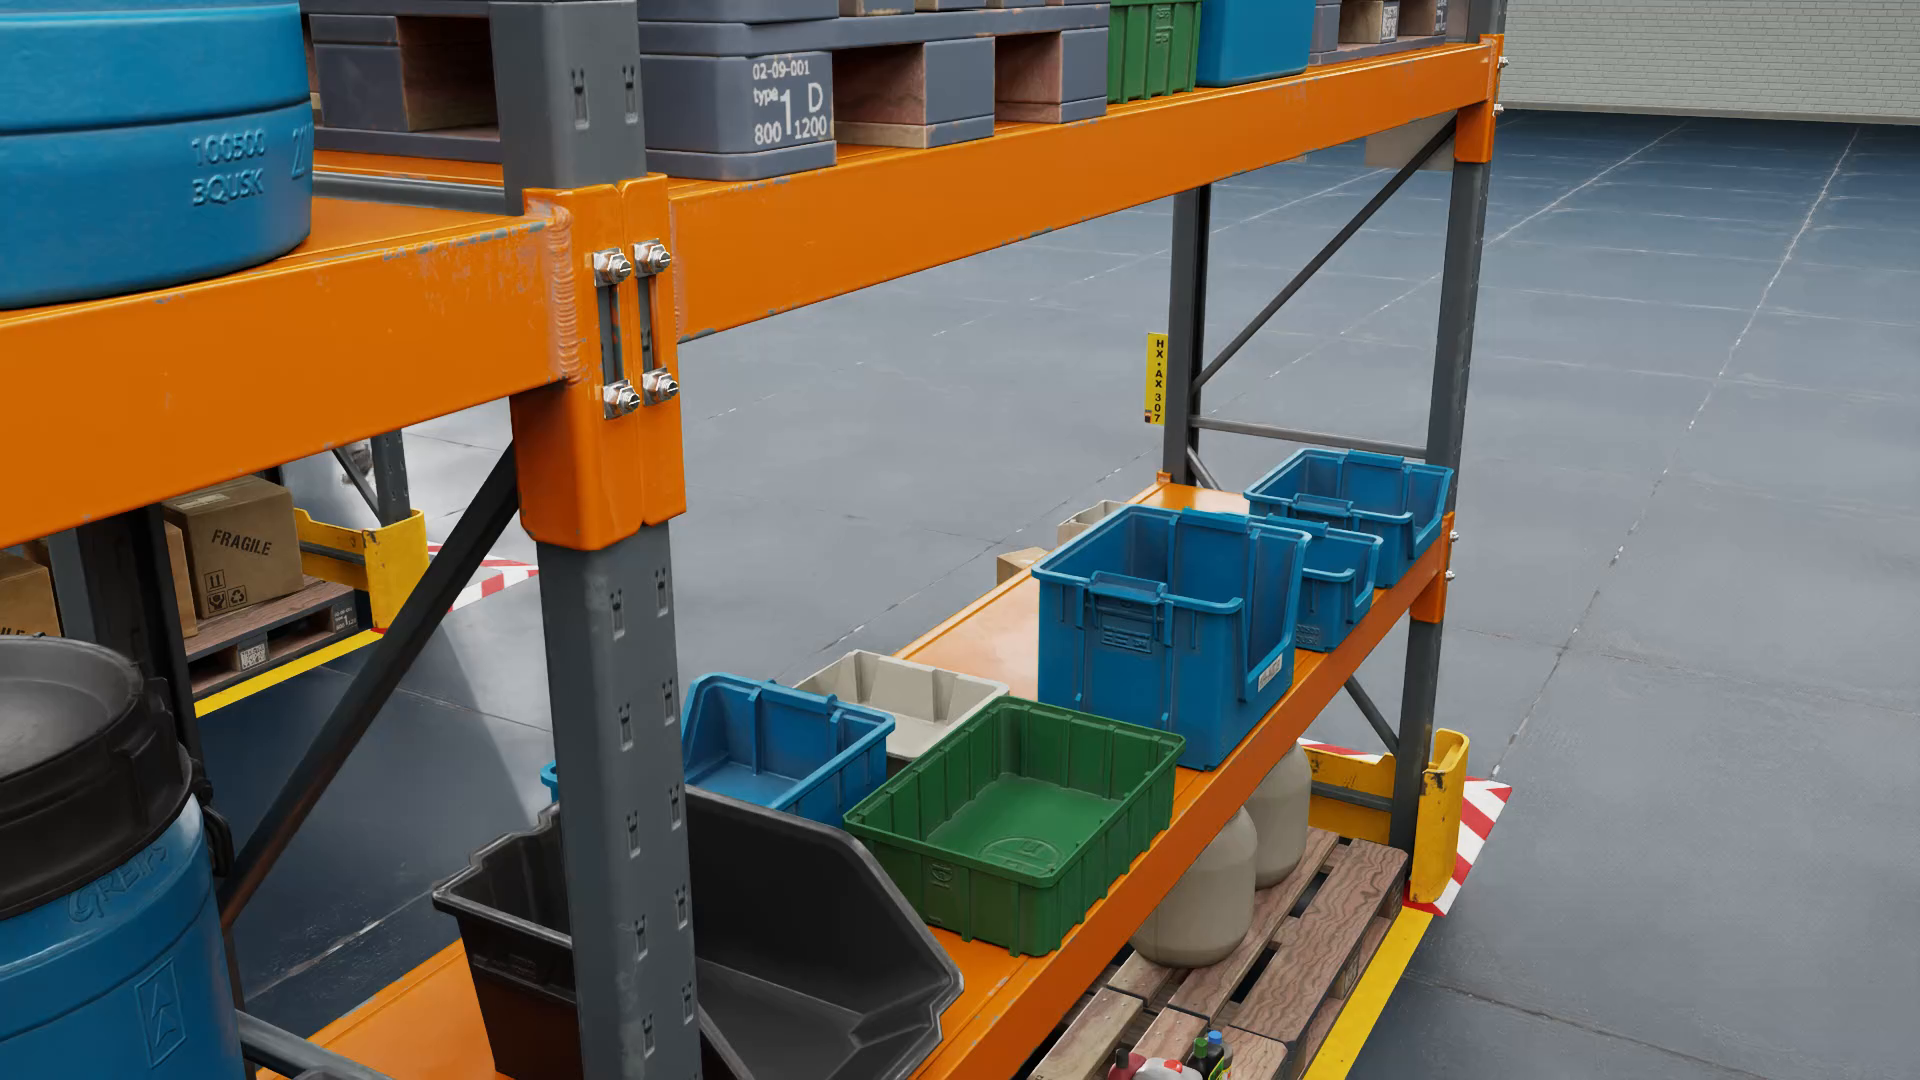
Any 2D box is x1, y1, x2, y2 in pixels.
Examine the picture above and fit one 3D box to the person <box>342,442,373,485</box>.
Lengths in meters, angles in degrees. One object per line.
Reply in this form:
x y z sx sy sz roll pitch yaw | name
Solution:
-3.906 -1.042 9.508 0.921 1.728 0.614 1 19 4 | person
